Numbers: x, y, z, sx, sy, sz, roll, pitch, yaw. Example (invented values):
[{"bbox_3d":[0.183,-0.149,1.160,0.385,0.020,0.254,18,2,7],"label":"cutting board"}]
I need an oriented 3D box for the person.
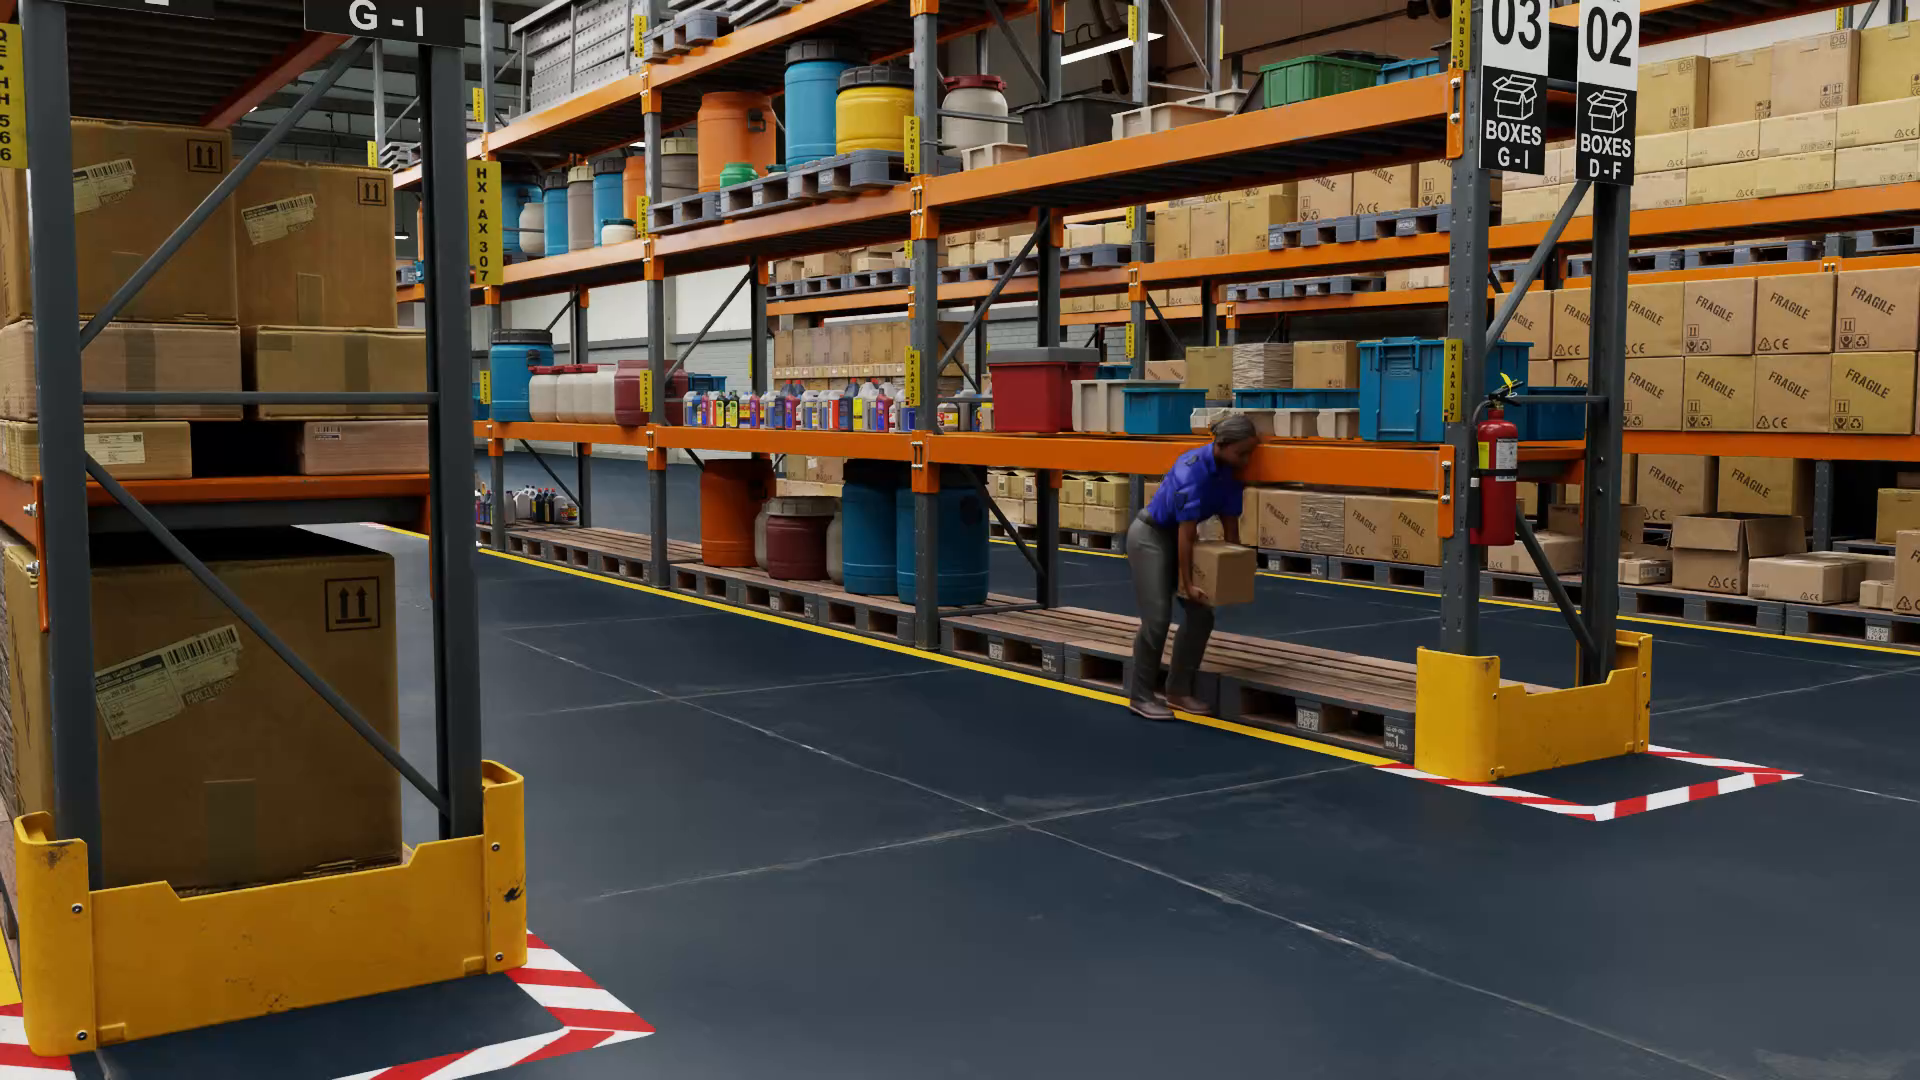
[{"bbox_3d":[1.105,0.136,7.829,0.408,1.443,0.710,-3,6,-35],"label":"person"}]
